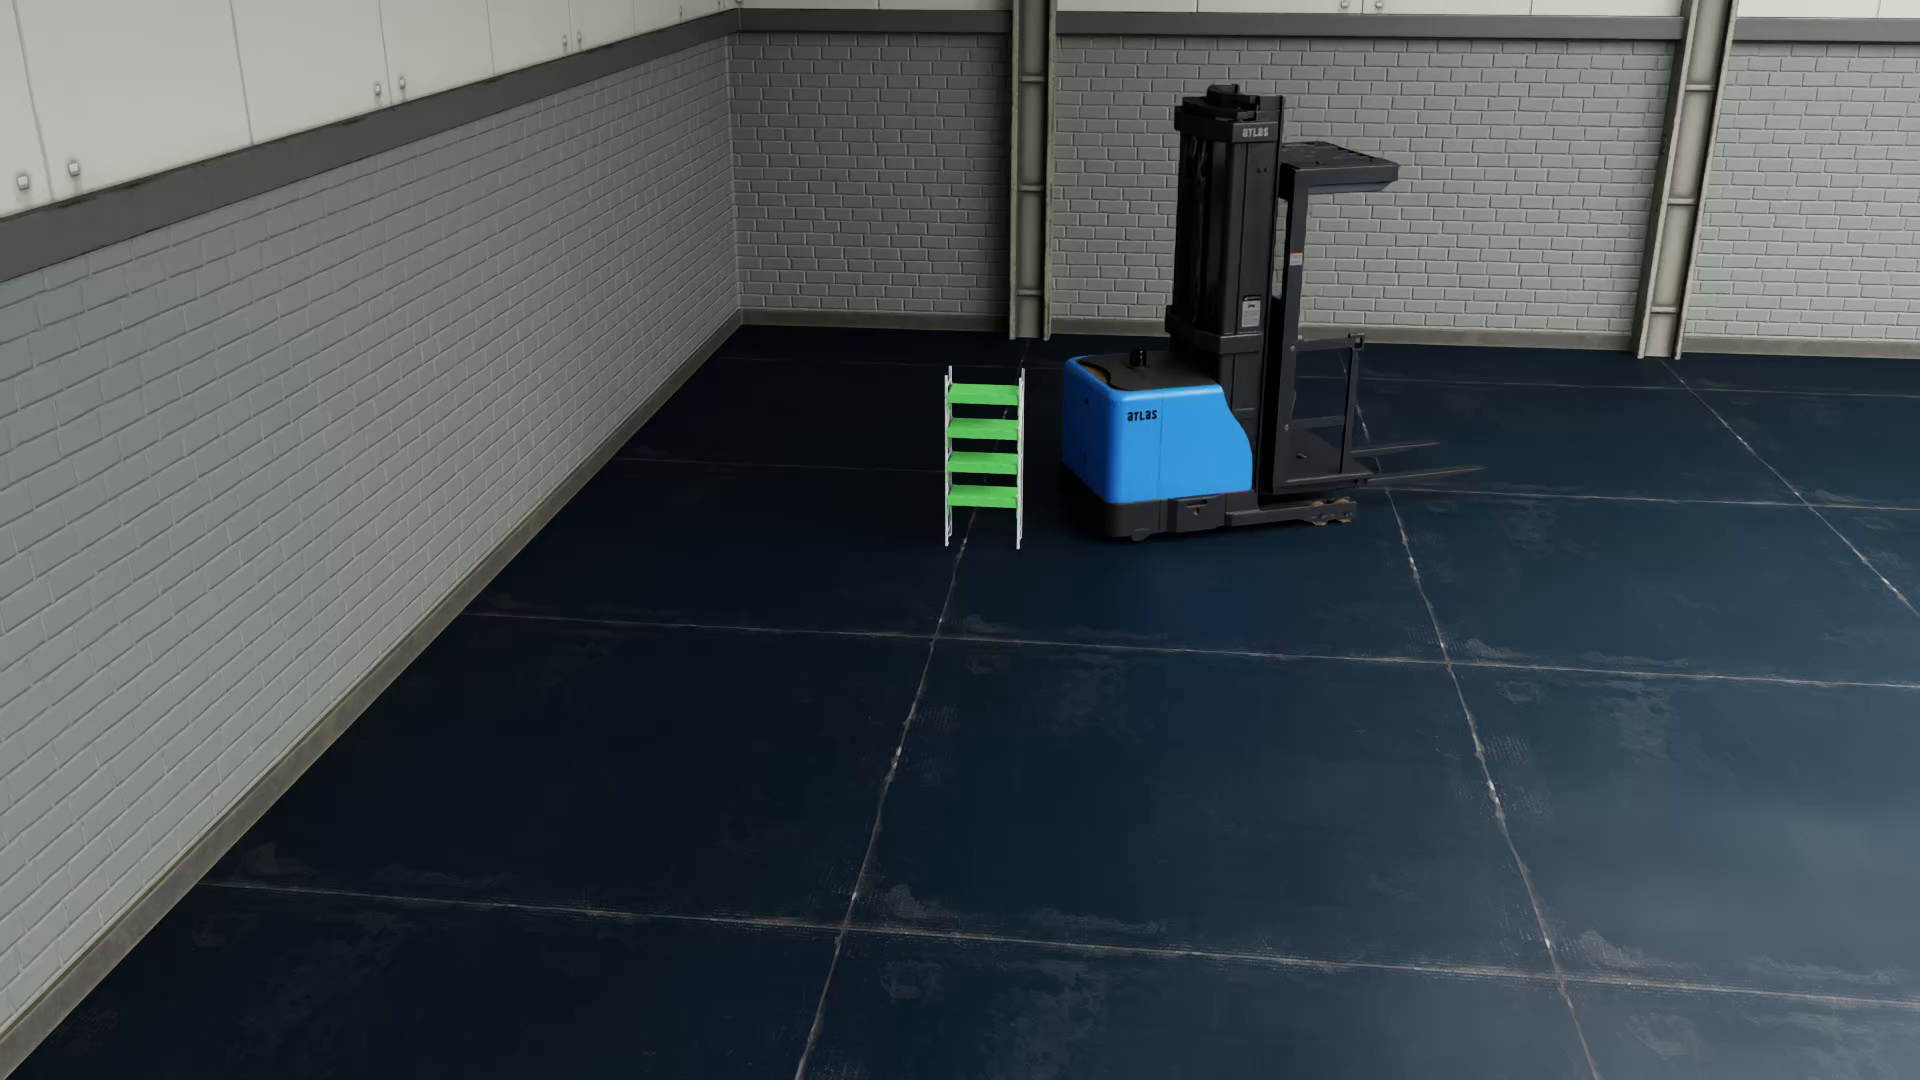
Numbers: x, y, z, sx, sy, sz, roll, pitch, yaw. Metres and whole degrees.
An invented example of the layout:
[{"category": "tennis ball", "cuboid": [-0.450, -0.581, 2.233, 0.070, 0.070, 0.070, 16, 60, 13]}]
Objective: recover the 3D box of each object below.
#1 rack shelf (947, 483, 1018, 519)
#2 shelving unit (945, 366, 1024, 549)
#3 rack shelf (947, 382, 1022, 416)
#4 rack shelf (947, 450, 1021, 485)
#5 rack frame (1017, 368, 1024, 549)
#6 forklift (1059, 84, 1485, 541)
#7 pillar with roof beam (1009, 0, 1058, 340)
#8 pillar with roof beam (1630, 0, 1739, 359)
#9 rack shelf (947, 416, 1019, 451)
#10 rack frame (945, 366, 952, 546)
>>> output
[{"category": "rack shelf", "cuboid": [0.164, -0.268, 11.313, 0.480, 0.148, 0.258, 2, 22, 6]}, {"category": "shelving unit", "cuboid": [0.164, -0.551, 11.201, 0.503, 1.200, 0.258, 2, 22, 6]}, {"category": "rack shelf", "cuboid": [0.164, -0.938, 11.048, 0.480, 0.148, 0.258, 2, 22, 6]}, {"category": "rack shelf", "cuboid": [0.164, -0.491, 11.225, 0.480, 0.148, 0.258, 2, 22, 6]}, {"category": "rack frame", "cuboid": [0.407, -0.540, 11.174, 0.015, 1.200, 0.240, 2, 22, 6]}, {"category": "forklift", "cuboid": [2.298, -1.645, 11.614, 3.031, 2.935, 1.130, -6, 22, -15]}, {"category": "pillar with roof beam", "cuboid": [0.191, -4.651, 10.964, 0.400, 9.000, 9.100, 2, 22, 6]}, {"category": "pillar with roof beam", "cuboid": [6.149, -4.391, 10.307, 0.400, 9.000, 9.100, 2, 22, 6]}, {"category": "rack shelf", "cuboid": [0.164, -0.715, 11.136, 0.480, 0.148, 0.258, 2, 22, 6]}, {"category": "rack frame", "cuboid": [-0.078, -0.561, 11.228, 0.015, 1.200, 0.240, 2, 22, 6]}]
